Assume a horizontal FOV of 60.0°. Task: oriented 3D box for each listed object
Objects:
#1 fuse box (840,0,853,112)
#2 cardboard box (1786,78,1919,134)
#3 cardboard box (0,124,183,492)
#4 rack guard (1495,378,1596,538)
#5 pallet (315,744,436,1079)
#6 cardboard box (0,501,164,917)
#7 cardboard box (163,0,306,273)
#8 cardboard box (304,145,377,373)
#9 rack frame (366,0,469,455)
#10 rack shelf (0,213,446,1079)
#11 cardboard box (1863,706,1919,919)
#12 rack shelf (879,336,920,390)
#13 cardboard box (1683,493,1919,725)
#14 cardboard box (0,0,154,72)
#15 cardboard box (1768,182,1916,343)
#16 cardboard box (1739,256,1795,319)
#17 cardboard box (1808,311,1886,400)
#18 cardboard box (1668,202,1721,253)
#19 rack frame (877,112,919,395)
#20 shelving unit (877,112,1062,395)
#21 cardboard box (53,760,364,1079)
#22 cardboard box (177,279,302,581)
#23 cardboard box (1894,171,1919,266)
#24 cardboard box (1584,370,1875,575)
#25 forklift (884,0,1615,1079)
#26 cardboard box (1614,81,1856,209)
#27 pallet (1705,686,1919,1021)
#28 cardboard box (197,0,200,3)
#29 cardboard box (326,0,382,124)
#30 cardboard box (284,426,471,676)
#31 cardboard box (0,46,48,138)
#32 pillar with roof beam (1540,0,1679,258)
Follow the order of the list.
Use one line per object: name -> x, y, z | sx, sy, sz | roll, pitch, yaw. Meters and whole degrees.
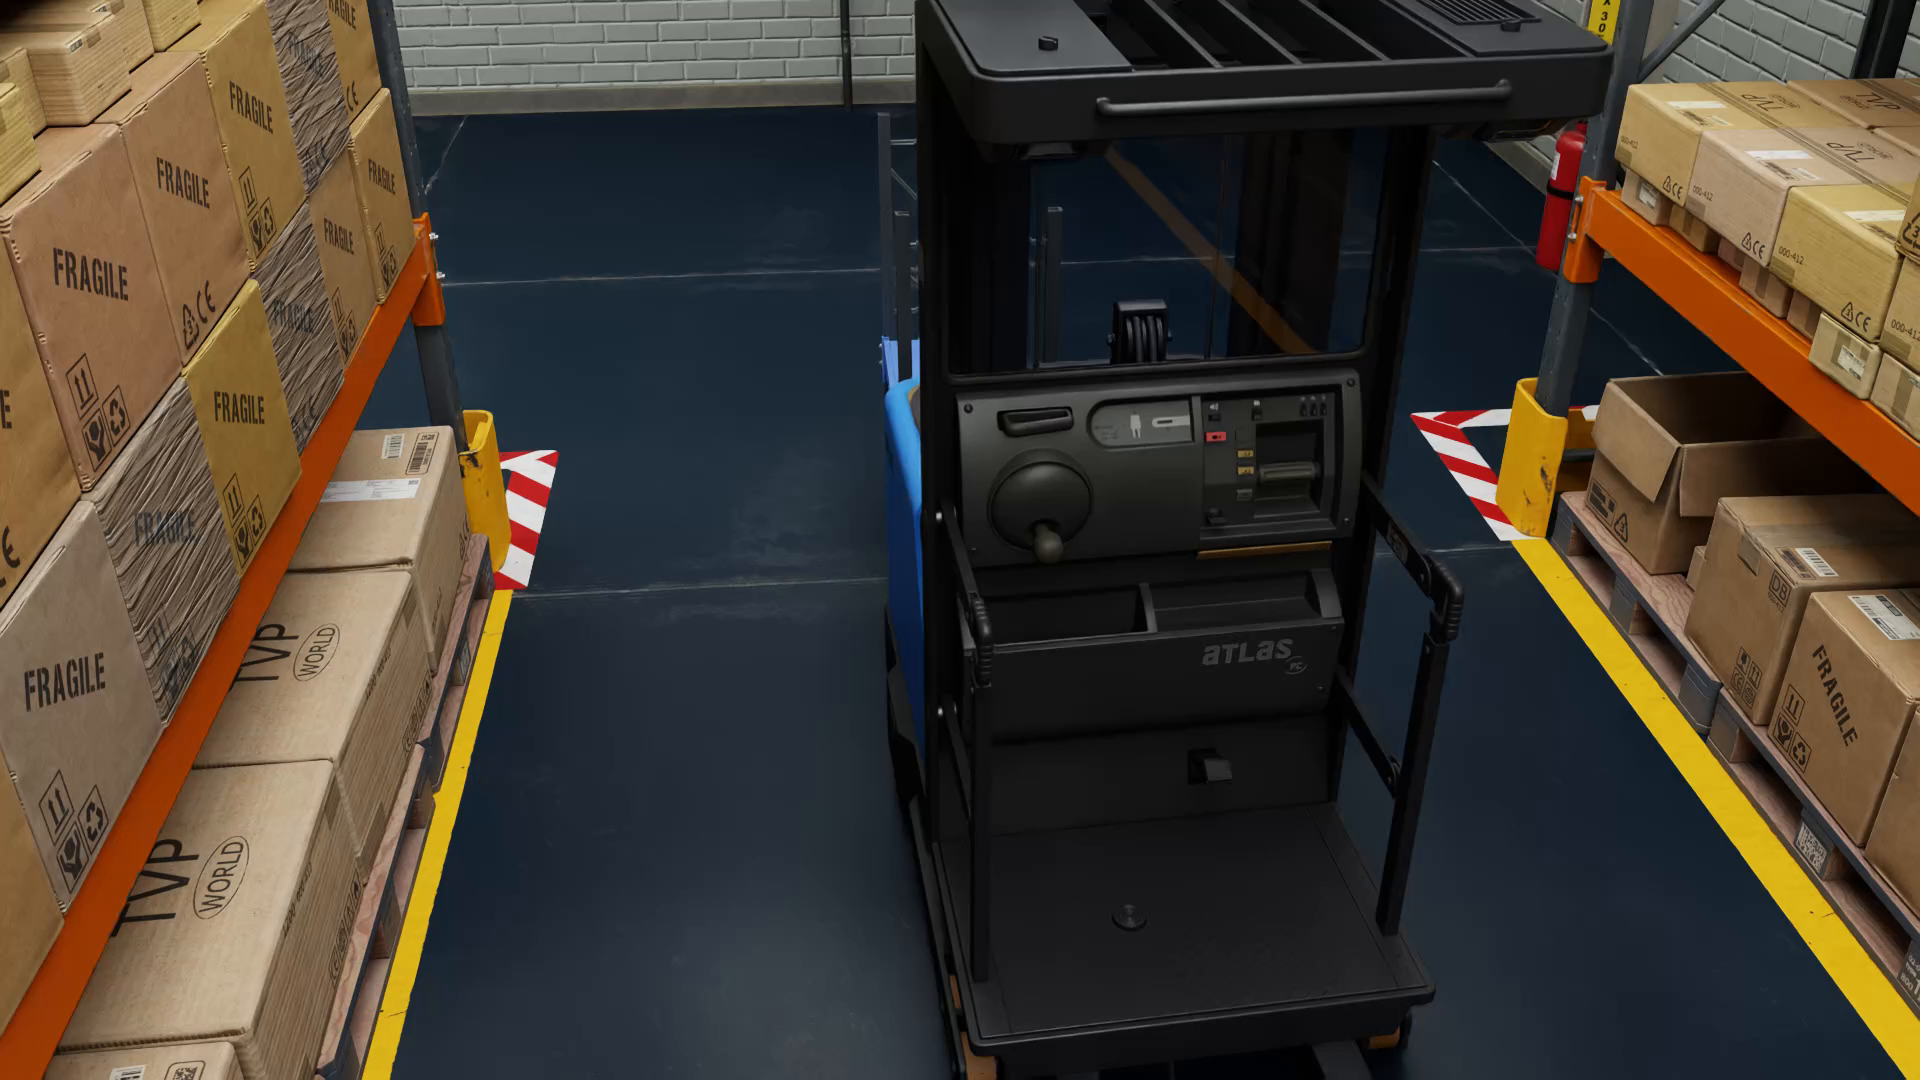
fuse box -> -0.707, -3.559, 10.539 | 0.539, 1.711, 0.414 | -3, 31, -5
cardboard box -> 2.986, -1.289, 5.339 | 0.500, 0.250, 0.500 | -2, 31, -3
cardboard box -> -1.770, -0.413, 2.944 | 0.500, 0.500, 0.500 | -2, 31, -4
rack guard -> 2.686, -0.336, 6.325 | 1.175, 0.500, 0.348 | -3, 31, -5
pallet -> -1.999, 1.015, 4.345 | 1.003, 0.211, 1.213 | -3, 31, -5
cardboard box -> -1.715, 0.282, 2.755 | 0.500, 0.500, 0.500 | -3, 31, -4
cardboard box -> -1.859, -0.927, 3.805 | 0.500, 0.500, 0.500 | -3, 31, -5
cardboard box -> -1.922, -0.760, 4.500 | 0.500, 0.500, 0.500 | -3, 31, -6
rack frame -> -2.262, -1.208, 5.347 | 1.000, 3.000, 0.127 | -3, 31, -5
rack shelf -> -2.076, 0.122, 3.822 | 1.077, 0.370, 4.000 | -3, 31, -5
cardboard box -> 2.780, 0.730, 4.130 | 0.700, 0.500, 0.500 | -4, 31, -6
rack shelf -> 0.008, -0.446, 5.885 | 0.538, 0.185, 1.000 | -3, 31, -5
cardboard box -> 2.683, 0.200, 5.018 | 0.700, 0.500, 0.500 | -2, 31, -3
cardboard box -> -1.850, -1.001, 3.296 | 0.380, 0.149, 0.250 | -2, 31, -3
cardboard box -> 2.551, -0.751, 4.438 | 0.500, 0.250, 0.500 | -3, 31, -6
cardboard box -> 2.528, -0.767, 4.854 | 0.380, 0.149, 0.250 | -2, 31, -3
cardboard box -> 2.508, -0.499, 4.405 | 0.380, 0.149, 0.250 | -4, 31, -6
cardboard box -> 2.507, -1.031, 5.296 | 0.380, 0.149, 0.250 | -2, 31, -3
rack frame -> -0.040, -0.860, 6.227 | 0.500, 1.500, 0.032 | -3, 31, -5
shelving unit -> 0.008, -0.600, 5.792 | 0.538, 1.500, 1.048 | -3, 31, -5
cardboard box -> -1.925, 0.971, 3.788 | 0.875, 0.438, 0.875 | -4, 31, -6
cardboard box -> -1.803, -0.235, 3.621 | 0.500, 0.500, 0.500 | -2, 31, -3
cardboard box -> 2.594, -0.823, 3.827 | 0.500, 0.500, 0.500 | -2, 31, -3
cardboard box -> 2.642, -0.240, 5.751 | 0.797, 0.503, 0.637 | -4, 31, -7
forklift -> 0.492, -0.114, 3.583 | 1.130, 2.935, 3.031 | -4, 31, -7
cardboard box -> 2.453, -1.267, 5.301 | 0.500, 0.250, 0.500 | -3, 31, -4
pallet -> 2.873, 0.817, 4.677 | 1.003, 0.211, 1.213 | -3, 31, -5
cardboard box -> -1.937, -1.261, 3.732 | 0.380, 0.149, 0.250 | -3, 31, -5
cardboard box -> -1.980, -1.446, 4.672 | 0.500, 0.500, 0.500 | -2, 31, -3
cardboard box -> -2.101, 0.044, 5.341 | 0.875, 0.438, 0.875 | -4, 31, -6
cardboard box -> -1.829, -0.740, 2.858 | 0.380, 0.149, 0.250 | -3, 31, -5
pillar with roof beam -> -0.961, -5.237, 6.242 | 9.100, 9.000, 0.400 | -3, 31, -5
